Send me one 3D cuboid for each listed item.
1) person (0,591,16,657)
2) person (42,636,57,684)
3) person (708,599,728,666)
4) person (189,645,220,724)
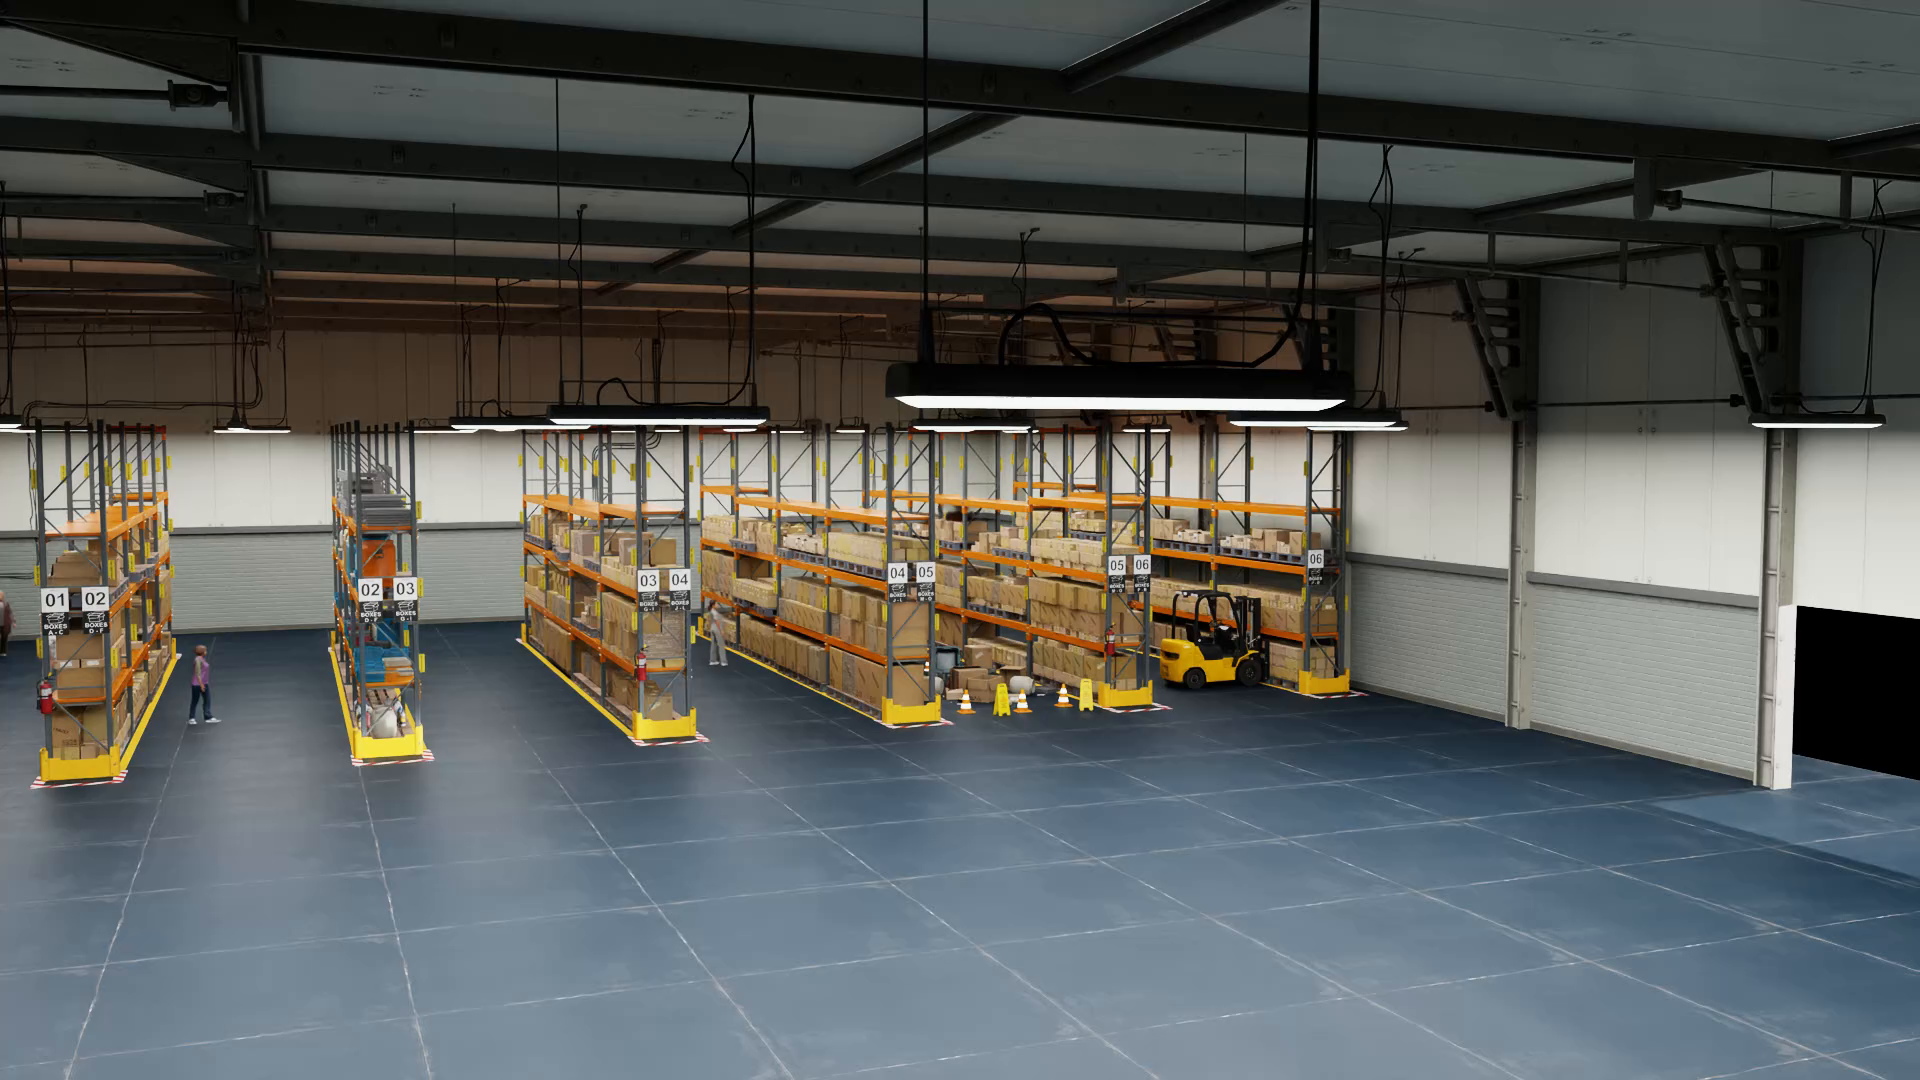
[{"bbox_3d":[-24.545,2.172,42.536,0.702,1.730,1.083,-2,4,-31],"label":"person"},{"bbox_3d":[-19.765,2.590,36.408,0.545,1.804,0.689,1,4,12],"label":"person"},{"bbox_3d":[-6.013,2.299,41.410,0.474,1.658,0.535,-3,4,-36],"label":"person"},{"bbox_3d":[-15.076,2.869,33.005,0.556,1.588,0.448,1,4,8],"label":"person"}]
